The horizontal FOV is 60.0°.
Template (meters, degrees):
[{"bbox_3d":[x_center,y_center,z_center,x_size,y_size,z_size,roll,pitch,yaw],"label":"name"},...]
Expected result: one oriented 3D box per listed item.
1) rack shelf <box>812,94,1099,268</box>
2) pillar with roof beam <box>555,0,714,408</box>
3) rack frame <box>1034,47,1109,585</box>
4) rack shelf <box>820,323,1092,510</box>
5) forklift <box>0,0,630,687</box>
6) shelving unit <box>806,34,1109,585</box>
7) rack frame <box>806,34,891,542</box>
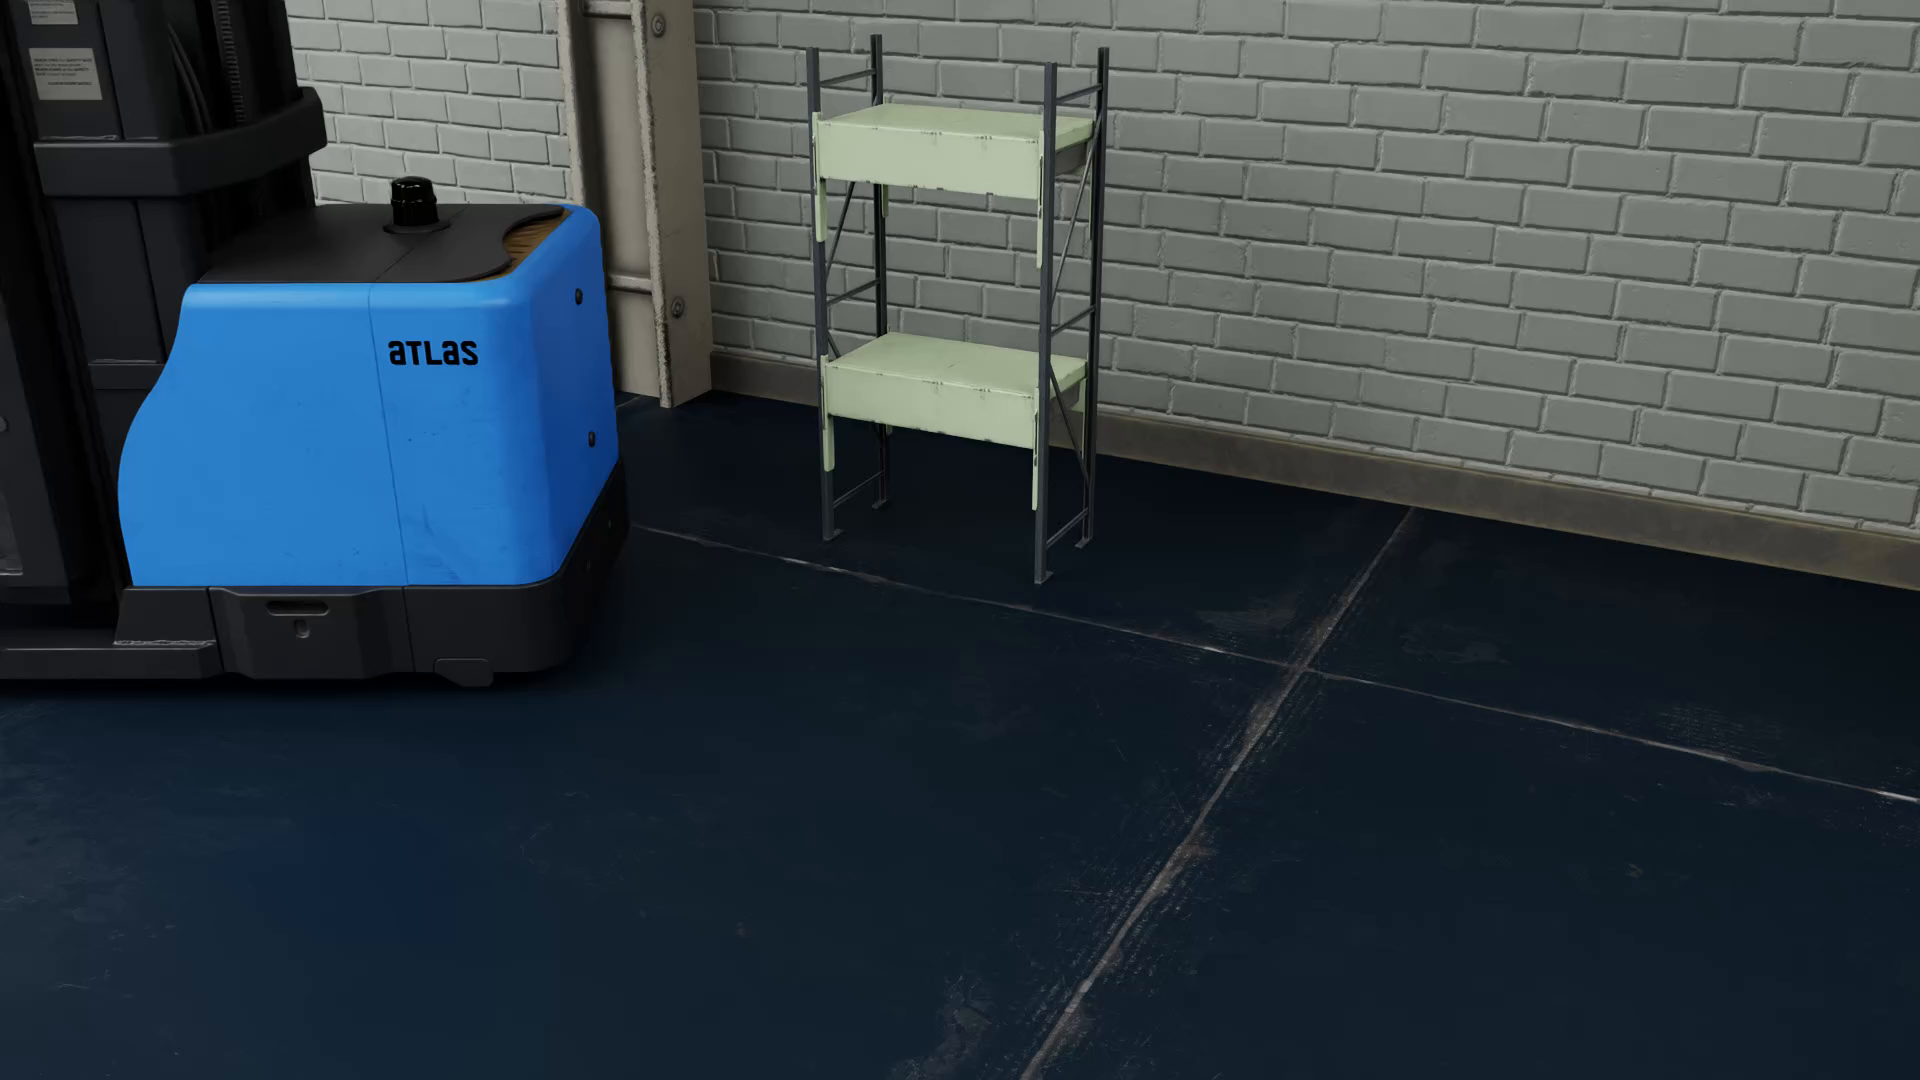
[{"bbox_3d":[-0.006,-1.050,4.806,0.720,0.370,0.431,11,25,25],"label":"rack shelf"},{"bbox_3d":[-3.170,-3.237,1.363,0.400,9.000,9.100,11,25,25],"label":"pillar with roof beam"},{"bbox_3d":[0.321,-0.627,4.807,0.023,1.500,0.400,11,25,25],"label":"rack frame"},{"bbox_3d":[-0.006,-0.391,5.087,0.720,0.370,0.431,11,25,25],"label":"rack shelf"},{"bbox_3d":[-2.534,-1.145,4.198,3.031,2.935,1.130,0,23,0],"label":"forklift"},{"bbox_3d":[-0.006,-0.691,4.959,0.755,1.500,0.431,11,25,25],"label":"shelving unit"},{"bbox_3d":[-0.333,-0.756,5.111,0.023,1.500,0.400,11,25,25],"label":"rack frame"}]
